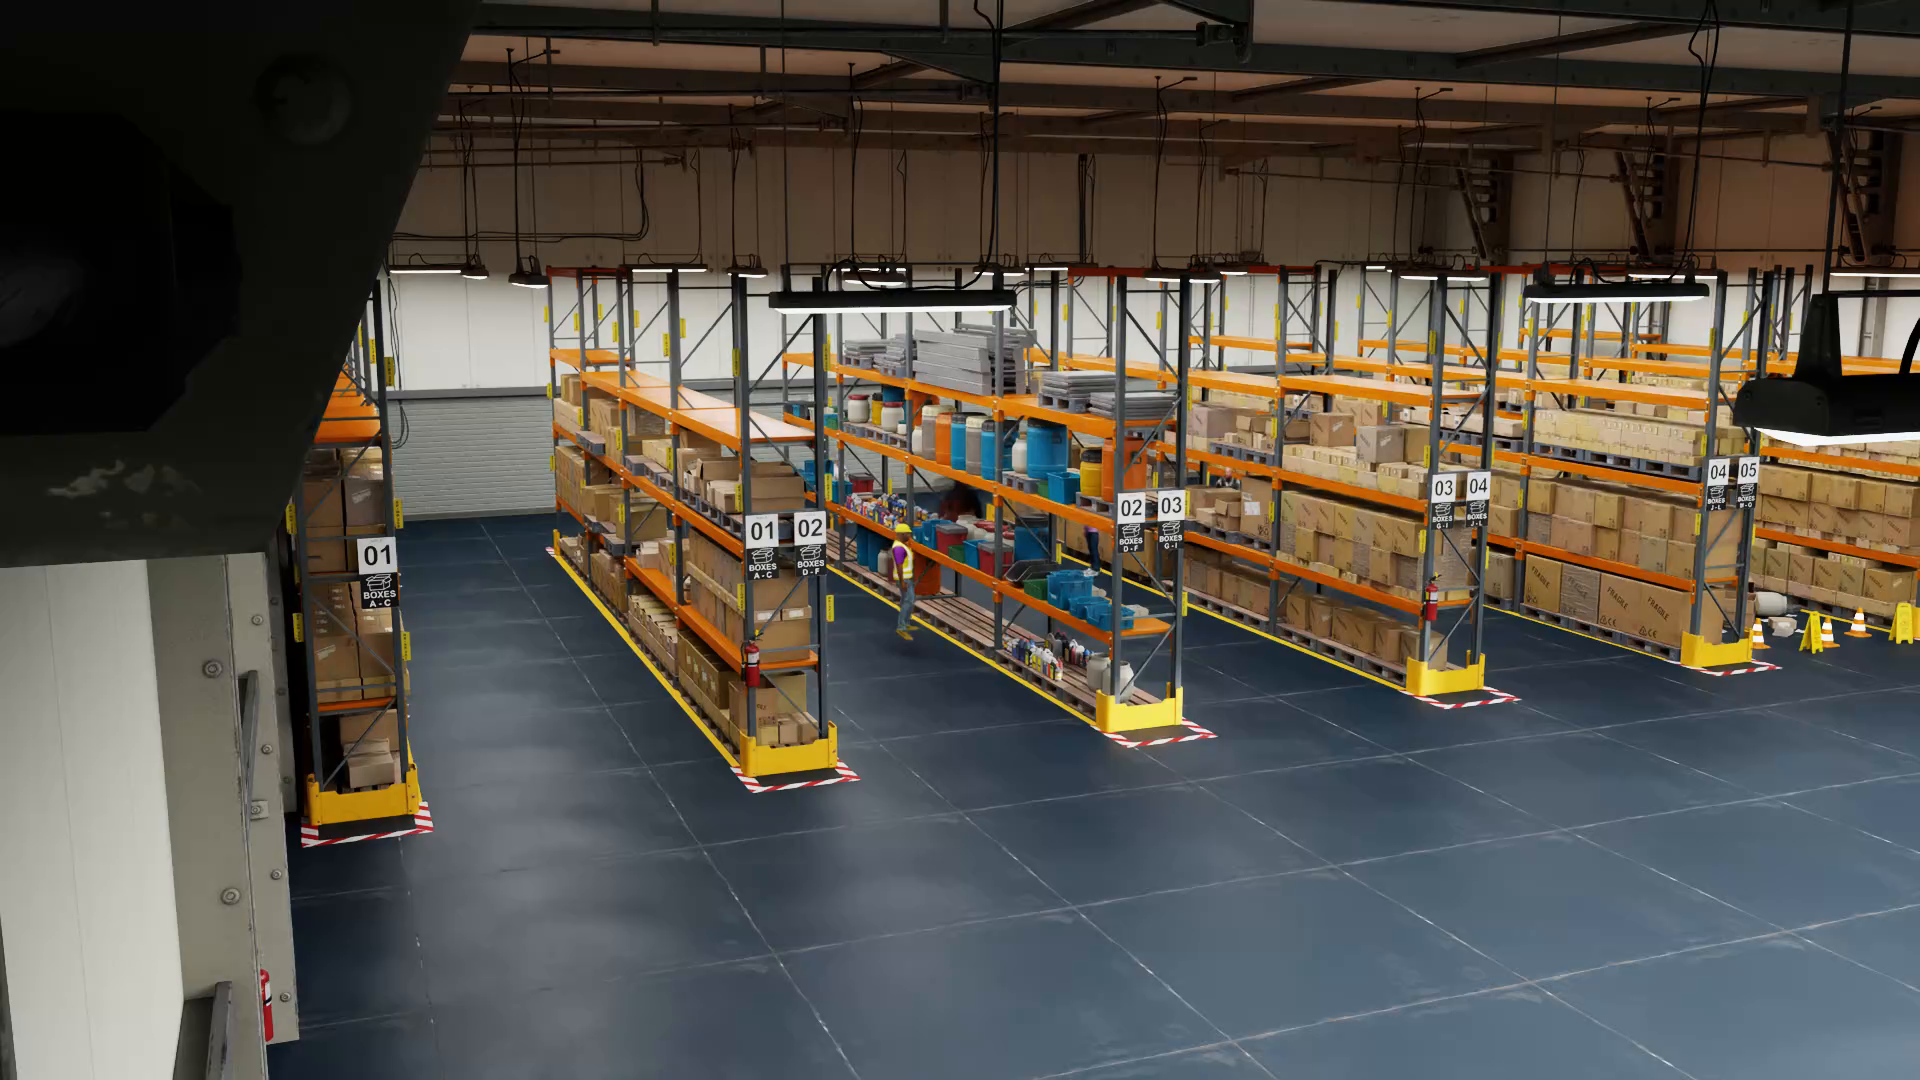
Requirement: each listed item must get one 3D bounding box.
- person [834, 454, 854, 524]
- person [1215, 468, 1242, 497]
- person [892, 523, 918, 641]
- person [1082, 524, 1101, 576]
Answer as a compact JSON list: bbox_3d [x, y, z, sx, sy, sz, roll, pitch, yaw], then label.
[{"bbox_3d":[-2.848,-1.207,38.812,0.516,1.617,0.989,-8,13,-39],"label":"person"},{"bbox_3d":[5.822,-0.718,36.011,0.506,1.725,0.940,-4,11,-19],"label":"person"},{"bbox_3d":[-0.872,0.648,26.489,0.415,1.850,0.588,0,10,-1],"label":"person"},{"bbox_3d":[2.459,-0.143,31.179,0.360,1.607,0.461,-4,11,-23],"label":"person"}]
